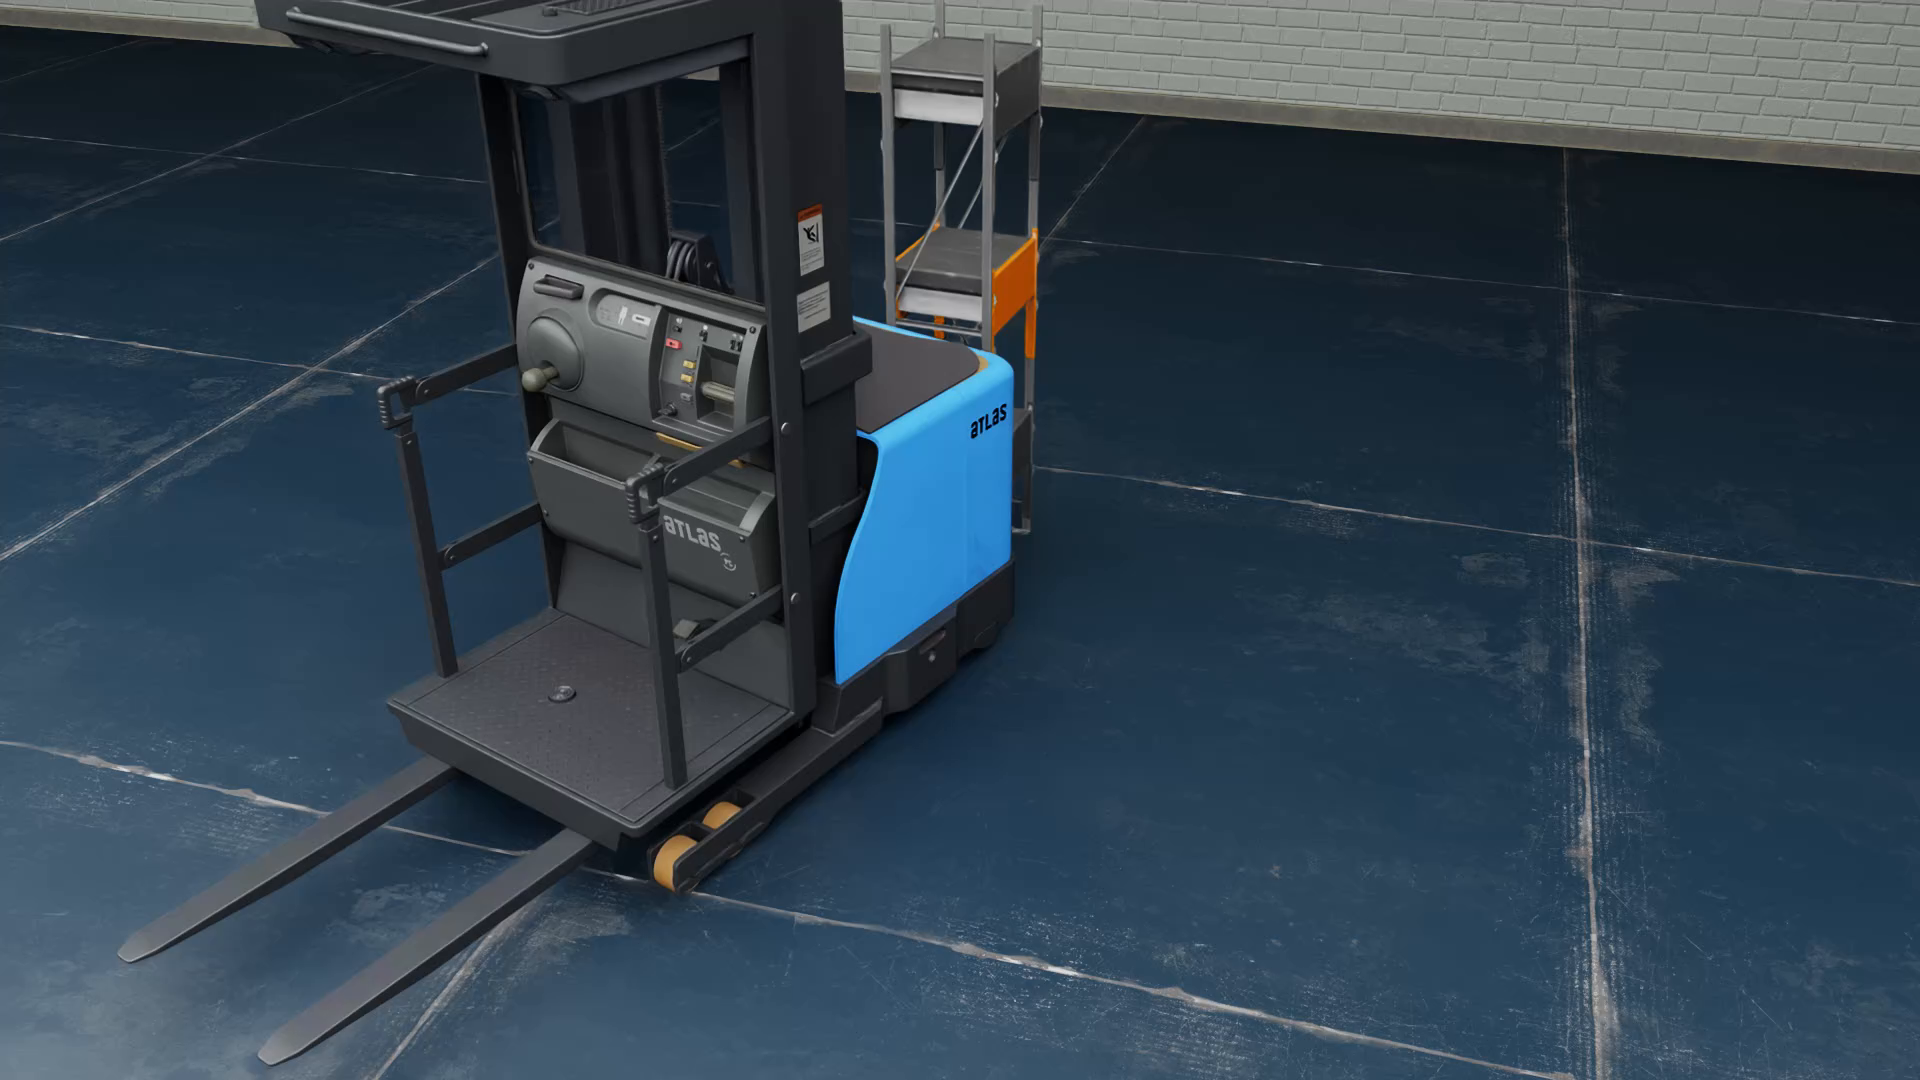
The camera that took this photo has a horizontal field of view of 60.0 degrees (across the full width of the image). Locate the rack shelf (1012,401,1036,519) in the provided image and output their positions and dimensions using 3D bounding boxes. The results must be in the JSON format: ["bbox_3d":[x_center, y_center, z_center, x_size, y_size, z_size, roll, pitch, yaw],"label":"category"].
[{"bbox_3d":[0.012,-0.244,6.496,0.431,0.518,0.480,11,31,18],"label":"rack shelf"}]

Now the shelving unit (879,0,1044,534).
[{"bbox_3d":[0.012,-0.867,6.149,0.431,2.100,0.503,11,31,18],"label":"shelving unit"}]

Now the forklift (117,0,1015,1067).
[{"bbox_3d":[-1.061,-0.511,4.654,1.130,2.935,3.031,19,34,30],"label":"forklift"}]

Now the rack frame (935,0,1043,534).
[{"bbox_3d":[0.099,-0.978,6.349,0.400,2.100,0.015,11,31,18],"label":"rack frame"}]

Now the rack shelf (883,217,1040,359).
[{"bbox_3d":[0.012,-0.856,6.156,0.431,0.518,0.480,11,31,18],"label":"rack shelf"}]

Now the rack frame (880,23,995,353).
[{"bbox_3d":[-0.075,-0.757,5.950,0.400,2.100,0.015,11,31,18],"label":"rack frame"}]

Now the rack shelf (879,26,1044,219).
[{"bbox_3d":[0.012,-1.467,5.816,0.431,0.518,0.480,11,31,18],"label":"rack shelf"}]
